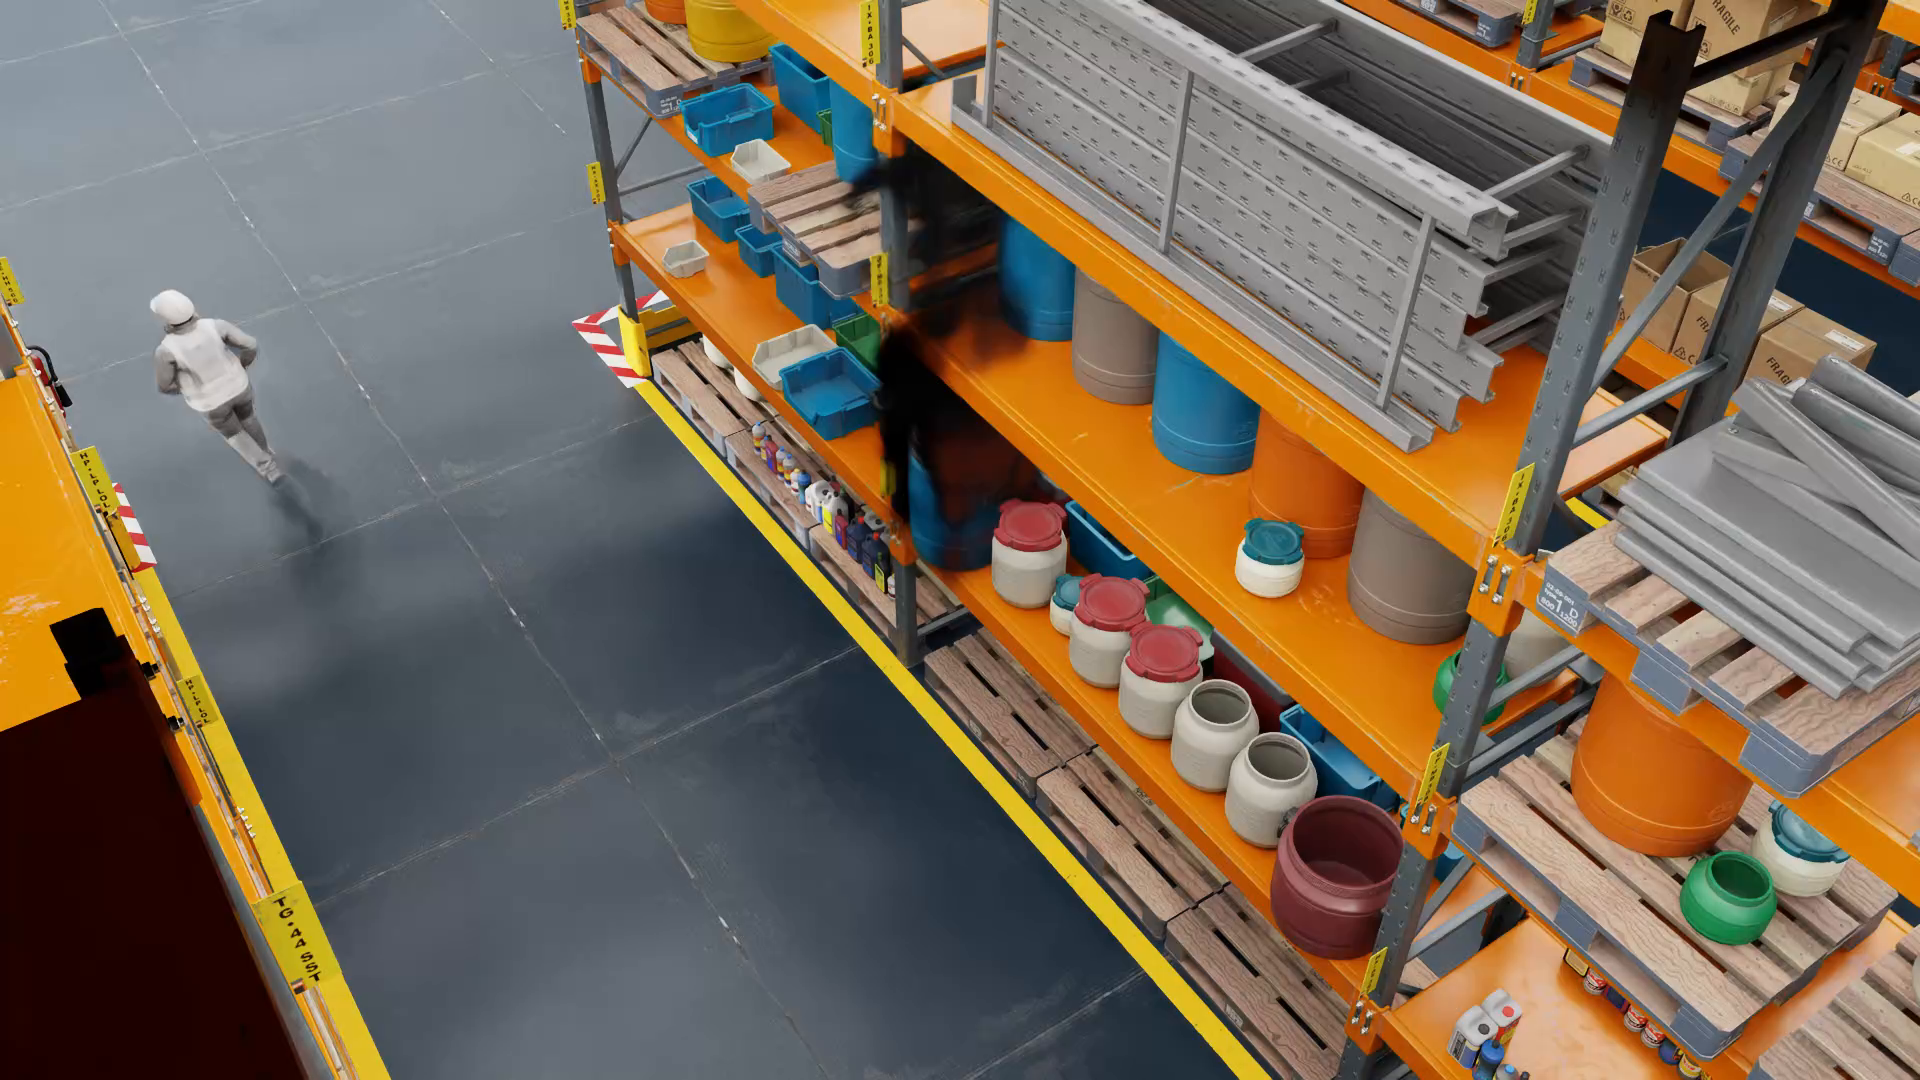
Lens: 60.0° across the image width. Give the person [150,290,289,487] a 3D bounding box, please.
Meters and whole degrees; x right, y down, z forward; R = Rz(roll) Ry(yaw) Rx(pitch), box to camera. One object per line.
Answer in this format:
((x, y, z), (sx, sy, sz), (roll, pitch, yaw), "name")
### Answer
((-5.175, -1.001, 11.587), (0.713, 1.733, 0.758), (-33, 52, -30), "person")
